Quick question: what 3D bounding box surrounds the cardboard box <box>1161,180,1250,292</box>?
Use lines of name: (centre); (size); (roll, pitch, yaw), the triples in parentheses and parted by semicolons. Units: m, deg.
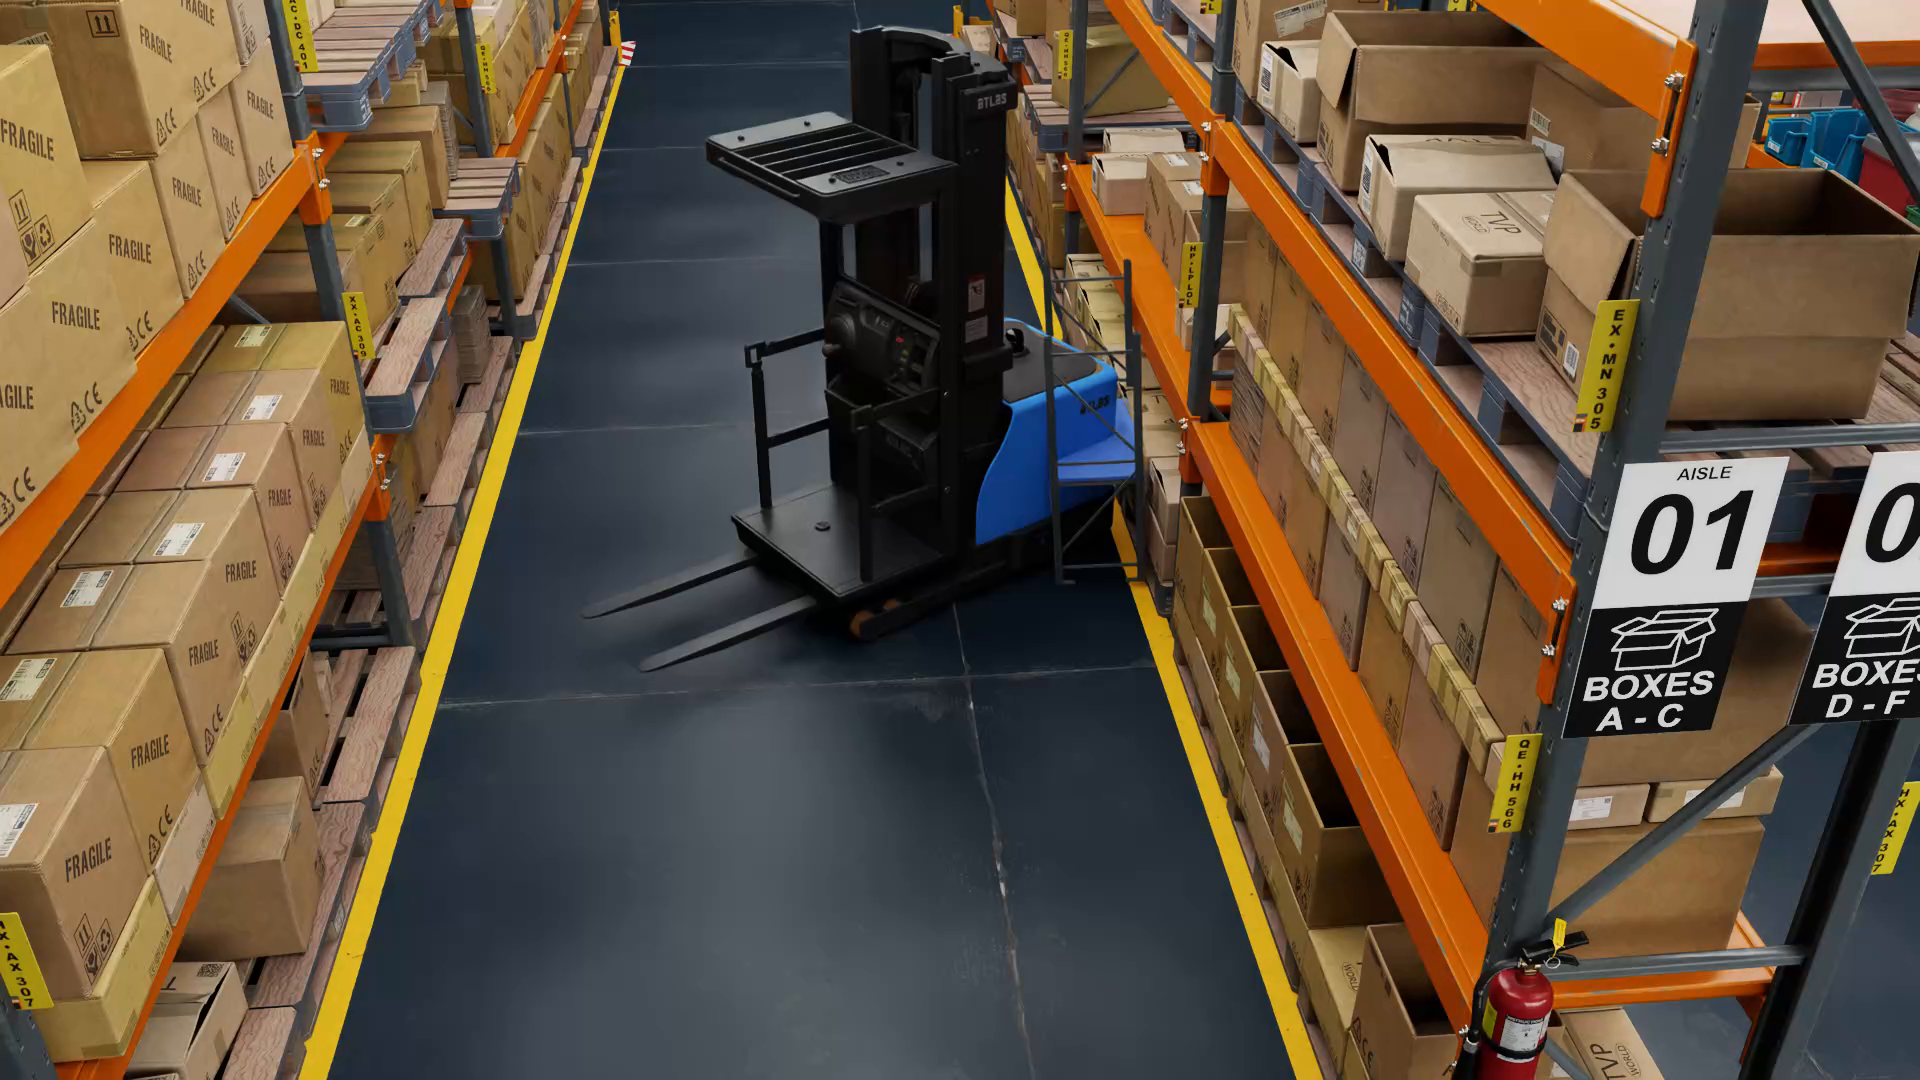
cardboard box: (1.482, -1.779, 9.705); (0.500, 0.500, 0.500); (-3, 31, -5)

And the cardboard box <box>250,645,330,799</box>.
cardboard box: (-3.162, 0.833, 7.438); (0.500, 0.500, 0.500); (-5, 31, -8)

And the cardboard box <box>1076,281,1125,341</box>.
cardboard box: (1.073, -1.552, 11.148); (0.500, 0.311, 0.500); (-3, 31, -6)

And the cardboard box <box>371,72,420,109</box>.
cardboard box: (-3.565, -2.793, 10.342); (0.380, 0.149, 0.250); (-8, 32, -13)

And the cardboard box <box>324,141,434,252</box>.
cardboard box: (-3.480, -1.978, 9.610); (0.700, 0.500, 0.500); (-3, 31, -5)

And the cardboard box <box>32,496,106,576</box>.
cardboard box: (-3.317, 0.188, 5.905); (0.500, 0.500, 0.500); (-2, 31, -4)

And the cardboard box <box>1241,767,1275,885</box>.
cardboard box: (1.511, 1.199, 7.089); (0.500, 0.250, 0.500); (-3, 31, -5)

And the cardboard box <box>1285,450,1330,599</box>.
cardboard box: (1.780, -0.109, 6.911); (0.700, 0.500, 0.500); (-2, 31, -4)

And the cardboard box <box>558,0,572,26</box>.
cardboard box: (-4.080, -5.070, 15.020); (0.980, 0.700, 0.700); (-2, 31, -4)

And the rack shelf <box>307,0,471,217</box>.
rack shelf: (-3.485, -2.579, 8.919); (1.077, 0.370, 4.000); (-3, 31, -5)

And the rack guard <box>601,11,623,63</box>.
rack guard: (-4.422, -5.645, 18.713); (1.175, 0.500, 0.348); (-3, 31, -5)

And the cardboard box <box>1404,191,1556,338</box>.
cardboard box: (1.637, -0.815, 4.864); (0.500, 0.250, 0.500); (-3, 31, -5)

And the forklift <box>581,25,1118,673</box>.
forklift: (-0.580, -1.024, 8.605); (3.031, 2.935, 1.130); (-22, 37, -32)

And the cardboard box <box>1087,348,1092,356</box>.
cardboard box: (1.118, -1.057, 10.866); (0.500, 0.250, 0.500); (-4, 31, -6)

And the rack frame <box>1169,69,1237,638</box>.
rack frame: (1.633, -0.818, 8.194); (1.000, 3.000, 0.127); (-3, 31, -5)

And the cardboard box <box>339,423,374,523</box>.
cardboard box: (-2.952, -0.296, 7.447); (0.500, 0.250, 0.500); (-3, 31, -4)

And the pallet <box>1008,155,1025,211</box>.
pallet: (0.999, -3.292, 15.055); (1.003, 0.211, 1.213); (-3, 31, -5)

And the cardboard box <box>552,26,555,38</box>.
cardboard box: (-3.732, -4.405, 14.425); (0.380, 0.149, 0.250); (-2, 31, -4)

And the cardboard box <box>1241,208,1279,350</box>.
cardboard box: (1.681, -1.192, 7.457); (0.700, 0.500, 0.500); (-3, 31, -4)

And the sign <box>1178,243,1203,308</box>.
sign: (1.094, -1.250, 7.866); (0.100, 0.325, 0.005); (-3, 31, -5)

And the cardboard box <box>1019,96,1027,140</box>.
cardboard box: (0.782, -3.571, 14.081); (0.500, 0.250, 0.500); (-3, 31, -4)

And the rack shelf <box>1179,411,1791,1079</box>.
rack shelf: (1.820, 0.512, 6.669); (1.077, 0.370, 4.000); (-3, 31, -5)

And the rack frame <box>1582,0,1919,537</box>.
rack frame: (2.007, -1.351, 3.237); (1.000, 3.000, 0.127); (-3, 31, -5)

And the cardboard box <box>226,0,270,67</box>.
cardboard box: (-2.982, -2.105, 6.331); (0.500, 0.500, 0.500); (-5, 31, -9)

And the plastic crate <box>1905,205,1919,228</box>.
plastic crate: (6.121, -1.838, 10.109); (0.450, 0.188, 0.662); (-3, 31, -5)

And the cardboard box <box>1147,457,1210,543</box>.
cardboard box: (1.310, -0.252, 8.971); (0.500, 0.311, 0.500); (-3, 31, -5)

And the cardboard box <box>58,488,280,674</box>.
cardboard box: (-2.808, 0.159, 5.954); (0.500, 0.500, 0.500); (-2, 31, -3)

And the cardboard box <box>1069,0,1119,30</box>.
cardboard box: (1.193, -3.876, 12.806); (0.700, 0.500, 0.500); (3, 31, 5)

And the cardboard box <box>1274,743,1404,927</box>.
cardboard box: (1.552, 1.133, 6.469); (0.500, 0.500, 0.500); (-3, 31, -5)

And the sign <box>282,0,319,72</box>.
sign: (-2.759, -2.118, 6.942); (0.100, 0.325, 0.005); (-3, 31, -5)

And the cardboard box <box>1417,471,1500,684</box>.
cardboard box: (1.917, 0.090, 5.311); (0.700, 0.500, 0.500); (-4, 31, -6)

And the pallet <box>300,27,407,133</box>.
pallet: (-3.250, -2.106, 7.609); (1.213, 0.211, 1.003); (-3, 31, -5)

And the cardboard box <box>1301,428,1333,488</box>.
cardboard box: (1.590, -0.335, 6.656); (0.380, 0.149, 0.250); (-4, 31, -6)

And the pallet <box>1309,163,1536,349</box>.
pallet: (1.849, -1.012, 5.681); (1.003, 0.211, 1.213); (-3, 31, -5)

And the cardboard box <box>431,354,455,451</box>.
cardboard box: (-3.546, -0.851, 10.258); (0.700, 0.500, 0.500); (-3, 31, -5)

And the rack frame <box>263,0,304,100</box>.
rack frame: (-3.298, -3.154, 6.256); (1.000, 3.000, 0.127); (-3, 31, -5)

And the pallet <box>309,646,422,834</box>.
pallet: (-3.201, 0.960, 7.938); (1.003, 0.211, 1.213); (-3, 31, -5)

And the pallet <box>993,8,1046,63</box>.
pallet: (0.852, -4.407, 14.390); (1.003, 0.211, 1.213); (-3, 31, -5)

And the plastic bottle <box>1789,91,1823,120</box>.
plastic bottle: (6.321, -3.272, 12.423); (0.152, 0.276, 0.135); (-3, 31, -5)

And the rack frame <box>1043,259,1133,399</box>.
rack frame: (0.772, -0.931, 9.805); (0.500, 1.500, 0.032); (-2, 31, 4)

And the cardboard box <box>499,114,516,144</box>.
cardboard box: (-3.428, -2.970, 12.022); (0.380, 0.149, 0.250); (-2, 31, -3)

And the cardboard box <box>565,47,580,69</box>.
cardboard box: (-3.864, -4.619, 15.954); (0.380, 0.149, 0.250); (-2, 31, -3)

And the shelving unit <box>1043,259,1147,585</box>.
shelving unit: (0.752, -0.671, 9.369); (0.538, 1.500, 1.048); (-2, 31, 4)

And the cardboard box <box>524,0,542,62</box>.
cardboard box: (-3.656, -4.102, 13.285); (0.500, 0.500, 0.500); (-3, 31, -4)

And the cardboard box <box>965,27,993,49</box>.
cardboard box: (0.327, -5.407, 18.129); (0.500, 0.250, 0.500); (-3, 31, -5)

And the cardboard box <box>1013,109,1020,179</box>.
cardboard box: (0.749, -3.488, 14.673); (0.500, 0.500, 0.500); (-2, 31, -4)

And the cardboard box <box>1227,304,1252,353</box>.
cardboard box: (1.465, -0.993, 7.757); (0.380, 0.149, 0.250); (-3, 31, -5)

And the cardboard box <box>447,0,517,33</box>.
cardboard box: (-3.560, -3.896, 12.209); (0.500, 0.250, 0.500); (-3, 31, -4)

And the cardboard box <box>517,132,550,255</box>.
cardboard box: (-3.686, -2.708, 13.045); (0.750, 0.750, 0.750); (-3, 31, -5)

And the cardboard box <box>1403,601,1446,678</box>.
cardboard box: (1.710, 0.324, 5.552); (0.380, 0.149, 0.250); (-2, 31, -4)

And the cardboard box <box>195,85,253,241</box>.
cardboard box: (-2.971, -1.413, 6.149); (0.500, 0.500, 0.500); (-5, 31, -9)

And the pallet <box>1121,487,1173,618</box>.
pallet: (1.525, 0.005, 9.536); (1.003, 0.211, 1.213); (-3, 31, -5)

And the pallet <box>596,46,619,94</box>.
pallet: (-4.267, -5.104, 18.089); (1.003, 0.211, 1.213); (-3, 31, -5)

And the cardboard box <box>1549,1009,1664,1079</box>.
cardboard box: (2.178, 1.940, 5.849); (0.500, 0.250, 0.500); (-3, 31, -5)

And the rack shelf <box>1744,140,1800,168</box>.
rack shelf: (6.378, -1.766, 10.483); (1.077, 0.370, 4.000); (-3, 31, -5)

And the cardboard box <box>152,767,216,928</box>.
cardboard box: (-2.717, 0.990, 5.293); (0.500, 0.250, 0.500); (-4, 31, -6)

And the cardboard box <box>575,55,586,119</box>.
cardboard box: (-4.057, -4.414, 16.242); (0.700, 0.500, 0.500); (-3, 31, -5)
